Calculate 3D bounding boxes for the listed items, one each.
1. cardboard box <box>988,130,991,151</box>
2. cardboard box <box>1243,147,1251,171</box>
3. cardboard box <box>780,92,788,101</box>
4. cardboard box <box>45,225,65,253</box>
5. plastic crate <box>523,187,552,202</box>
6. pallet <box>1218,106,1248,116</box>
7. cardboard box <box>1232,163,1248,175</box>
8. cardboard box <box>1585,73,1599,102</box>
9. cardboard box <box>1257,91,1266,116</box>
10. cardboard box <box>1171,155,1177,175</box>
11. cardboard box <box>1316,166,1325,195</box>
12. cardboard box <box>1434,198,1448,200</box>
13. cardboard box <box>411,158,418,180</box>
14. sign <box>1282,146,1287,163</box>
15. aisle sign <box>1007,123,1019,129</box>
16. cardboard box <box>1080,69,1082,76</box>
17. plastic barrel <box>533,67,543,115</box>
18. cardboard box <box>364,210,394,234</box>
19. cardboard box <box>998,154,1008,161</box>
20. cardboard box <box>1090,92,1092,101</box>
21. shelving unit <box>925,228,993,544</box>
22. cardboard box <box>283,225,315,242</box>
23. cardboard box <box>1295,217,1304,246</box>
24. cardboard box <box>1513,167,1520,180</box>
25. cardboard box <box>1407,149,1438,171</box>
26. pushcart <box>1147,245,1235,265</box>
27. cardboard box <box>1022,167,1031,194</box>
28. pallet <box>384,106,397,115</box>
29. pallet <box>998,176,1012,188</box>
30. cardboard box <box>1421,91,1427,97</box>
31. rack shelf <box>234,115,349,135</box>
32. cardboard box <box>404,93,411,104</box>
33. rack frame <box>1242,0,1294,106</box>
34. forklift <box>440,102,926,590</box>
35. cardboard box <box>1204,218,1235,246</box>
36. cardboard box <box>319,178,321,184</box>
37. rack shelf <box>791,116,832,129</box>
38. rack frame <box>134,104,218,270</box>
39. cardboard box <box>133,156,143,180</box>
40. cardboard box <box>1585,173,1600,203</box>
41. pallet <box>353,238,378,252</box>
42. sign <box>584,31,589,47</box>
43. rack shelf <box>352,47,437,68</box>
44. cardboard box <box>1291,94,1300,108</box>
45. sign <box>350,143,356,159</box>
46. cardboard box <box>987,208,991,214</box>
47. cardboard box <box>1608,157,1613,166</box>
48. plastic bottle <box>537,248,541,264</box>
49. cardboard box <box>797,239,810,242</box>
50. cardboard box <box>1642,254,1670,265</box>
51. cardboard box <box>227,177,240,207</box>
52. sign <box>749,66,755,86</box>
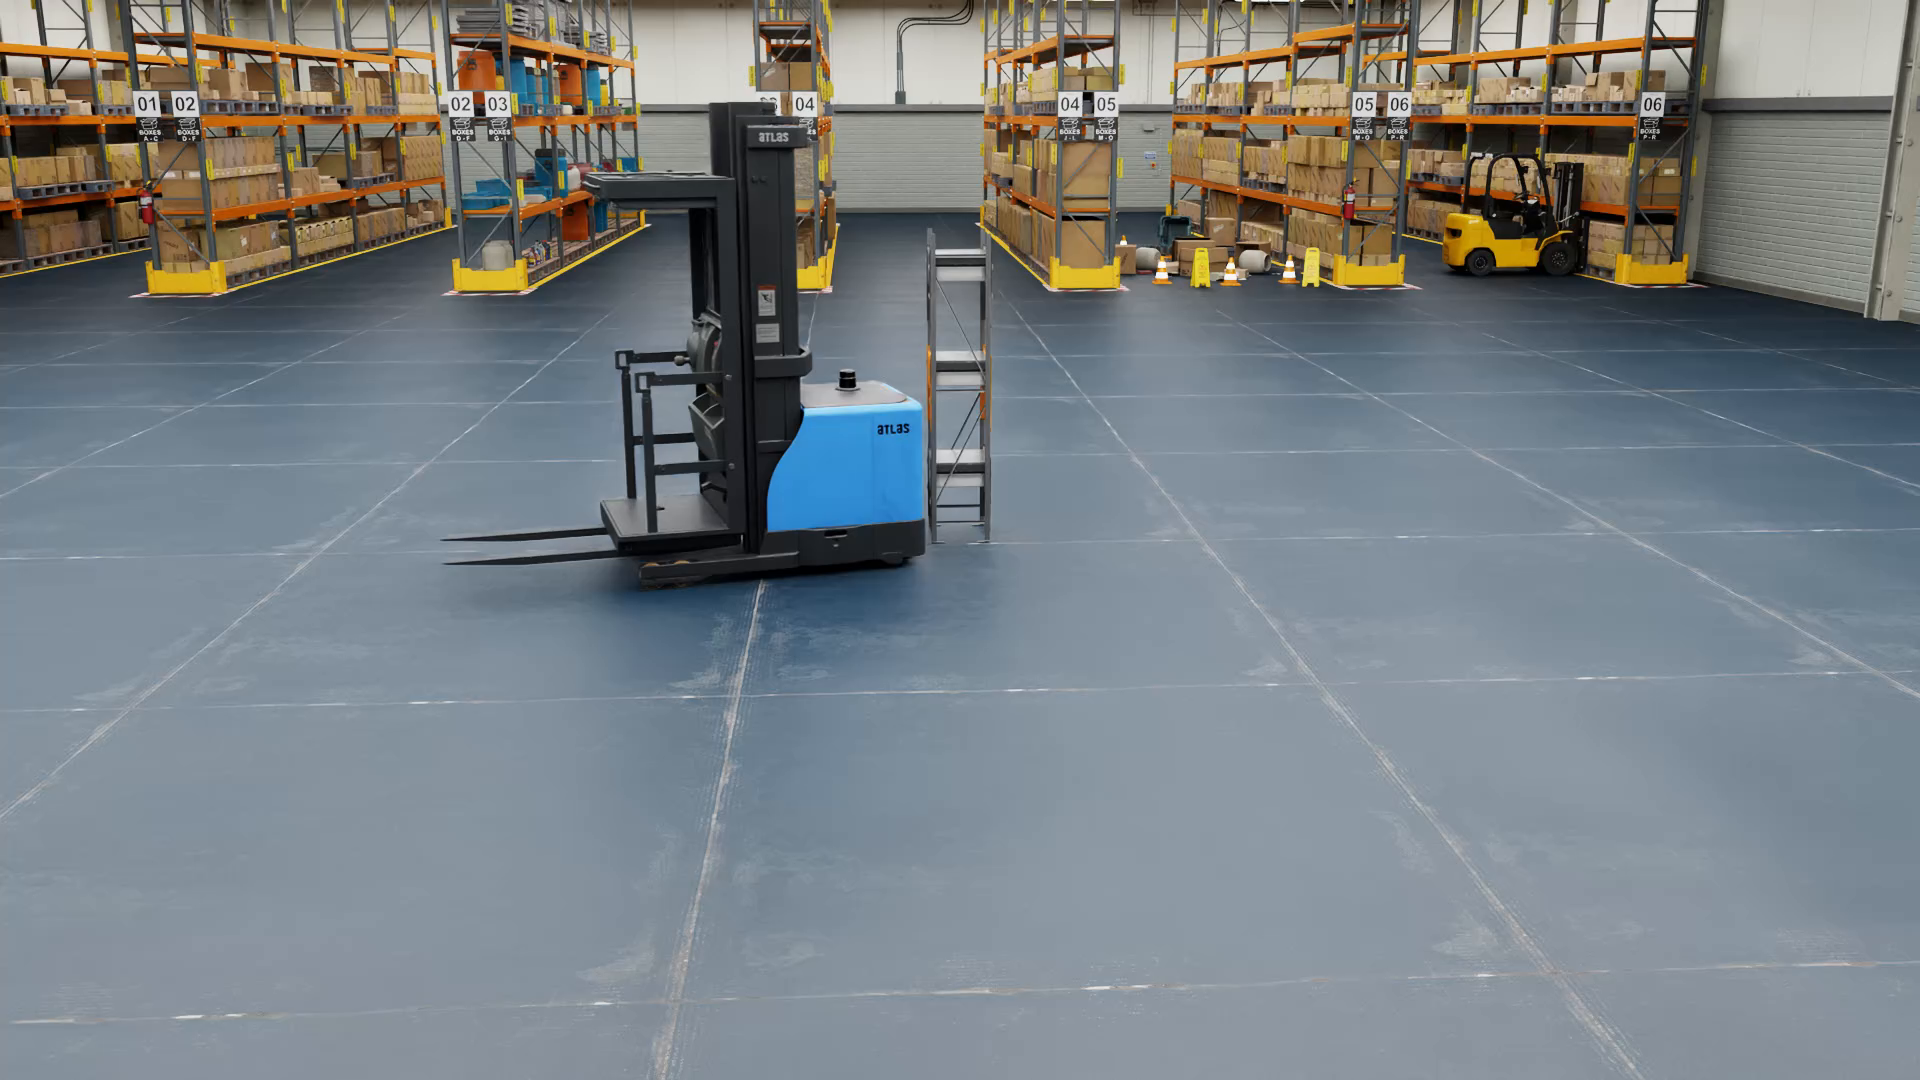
[{"bbox_3d":[0.968,-9.912,41.226,0.500,0.500,0.500,-1,14,-5],"label":"cardboard box"},{"bbox_3d":[6.349,-8.125,35.445,0.500,0.500,0.500,-1,14,-5],"label":"cardboard box"},{"bbox_3d":[-3.071,-7.406,27.772,0.380,0.149,0.250,-1,14,-5],"label":"cardboard box"},{"bbox_3d":[-18.058,-5.908,32.602,0.700,0.500,0.500,-1,14,-3],"label":"cardboard box"},{"bbox_3d":[-7.695,-6.277,30.203,0.499,0.251,0.616,-1,14,-3],"label":"plastic crate"},{"bbox_3d":[6.387,-9.643,37.346,1.003,0.211,1.213,0,14,-1],"label":"pallet"},{"bbox_3d":[6.269,-8.131,36.405,0.500,0.250,0.500,-1,14,-4],"label":"cardboard box"},{"bbox_3d":[11.769,-8.196,30.090,0.797,0.503,0.637,0,14,-2],"label":"cardboard box"},{"bbox_3d":[6.601,-9.110,34.693,0.700,0.500,0.500,-1,14,-3],"label":"cardboard box"},{"bbox_3d":[5.800,-9.759,43.235,0.500,0.500,0.500,-1,14,-4],"label":"cardboard box"},{"bbox_3d":[6.685,-6.427,29.690,0.500,0.500,0.500,-1,14,-4],"label":"cardboard box"},{"bbox_3d":[11.569,-8.137,40.004,0.380,0.149,0.250,-1,15,-6],"label":"cardboard box"},{"bbox_3d":[-13.269,-8.841,39.668,0.500,0.500,0.500,-1,14,-2],"label":"cardboard box"},{"bbox_3d":[6.246,-7.401,31.948,0.100,0.325,0.005,-1,14,-3],"label":"sign"},{"bbox_3d":[1.417,-11.015,43.099,0.394,0.787,0.004,-1,14,-3],"label":"aisle sign"},{"bbox_3d":[2.317,-8.190,29.180,0.380,0.149,0.250,-1,14,-3],"label":"cardboard box"},{"bbox_3d":[-8.323,-8.602,31.912,0.600,0.901,0.600,0,14,0],"label":"plastic barrel"},{"bbox_3d":[-13.104,-7.171,37.511,0.500,0.500,0.500,-1,14,-3],"label":"cardboard box"},{"bbox_3d":[1.052,-8.549,37.202,0.380,0.149,0.250,0,14,-1],"label":"cardboard box"},{"bbox_3d":[2.396,-7.490,28.058,0.380,0.149,0.250,-1,14,-3],"label":"cardboard box"},{"bbox_3d":[-0.010,-1.058,11.425,0.431,2.100,0.503,-1,14,-3],"label":"shelving unit"},{"bbox_3d":[-12.781,-5.919,32.063,0.500,0.311,0.500,-1,14,-4],"label":"cardboard box"},{"bbox_3d":[6.612,-5.801,31.223,0.500,0.500,0.500,0,14,-1],"label":"cardboard box"},{"bbox_3d":[11.429,-7.343,33.343,0.500,0.250,0.500,-1,14,-5],"label":"cardboard box"},{"bbox_3d":[11.065,-9.045,39.618,0.700,0.500,0.500,-1,14,-2],"label":"cardboard box"},{"bbox_3d":[4.528,-5.532,32.271,1.648,0.377,0.936,-6,16,-23],"label":"pushcart"},{"bbox_3d":[1.504,-7.174,33.188,0.500,0.500,0.500,-1,14,-3],"label":"cardboard box"},{"bbox_3d":[-13.504,-9.733,37.692,1.213,0.211,1.003,-1,14,-3],"label":"pallet"},{"bbox_3d":[1.468,-7.826,36.308,1.213,0.211,1.003,-1,14,-3],"label":"pallet"},{"bbox_3d":[10.942,-10.370,38.656,0.380,0.149,0.250,-1,14,-4],"label":"cardboard box"},{"bbox_3d":[-13.102,-8.147,32.593,1.077,0.370,4.000,-1,14,-3],"label":"rack shelf"},{"bbox_3d":[-13.289,-10.406,39.228,0.500,0.250,0.500,-1,14,-3],"label":"cardboard box"},{"bbox_3d":[6.552,-10.750,35.248,1.000,3.000,0.127,-1,14,-3],"label":"rack frame"},{"bbox_3d":[-1.801,-1.258,10.533,3.031,2.935,1.130,-5,15,-18],"label":"forklift"},{"bbox_3d":[5.025,-5.971,32.211,0.500,0.500,0.500,-1,14,-3],"label":"cardboard box"},{"bbox_3d":[-13.364,-7.271,33.945,0.500,0.311,0.500,-1,14,-4],"label":"cardboard box"},{"bbox_3d":[-3.710,-10.288,40.917,1.077,0.370,4.000,-1,14,-3],"label":"rack shelf"},{"bbox_3d":[-12.731,-5.550,27.078,1.000,3.000,0.127,-1,14,-3],"label":"rack frame"},{"bbox_3d":[-17.998,-8.043,35.929,0.500,0.500,0.500,-1,14,-4],"label":"cardboard box"},{"bbox_3d":[11.654,-6.356,30.009,0.500,0.500,0.500,-1,14,-4],"label":"cardboard box"},{"bbox_3d":[-13.235,-6.376,35.882,1.003,0.211,1.213,-1,14,-3],"label":"pallet"},{"bbox_3d":[-7.733,-10.375,34.437,0.100,0.325,0.005,-1,14,-3],"label":"sign"},{"bbox_3d":[-13.598,-11.587,39.953,1.077,0.370,4.000,-1,14,-3],"label":"rack shelf"},{"bbox_3d":[6.554,-8.260,31.296,0.500,0.250,0.500,-1,14,-5],"label":"cardboard box"},{"bbox_3d":[-12.672,-8.110,34.703,0.100,0.325,0.005,-1,14,-3],"label":"sign"},{"bbox_3d":[0.870,-8.371,42.324,0.380,0.149,0.250,0,14,-2],"label":"cardboard box"},{"bbox_3d":[11.739,-6.714,29.501,0.380,0.149,0.250,-1,14,-3],"label":"cardboard box"},{"bbox_3d":[-7.628,-5.134,30.052,0.097,0.271,0.097,0,14,0],"label":"plastic bottle"},{"bbox_3d":[-2.936,-4.999,29.108,0.500,0.500,0.500,3,15,11],"label":"cardboard box"},{"bbox_3d":[12.167,-4.930,29.341,0.500,0.250,0.500,-1,14,-3],"label":"cardboard box"},{"bbox_3d":[-12.809,-5.969,28.505,0.700,0.500,0.500,-1,14,-3],"label":"cardboard box"},{"bbox_3d":[-3.398,-7.580,27.170,0.100,0.325,0.005,-1,14,-3],"label":"sign"}]
